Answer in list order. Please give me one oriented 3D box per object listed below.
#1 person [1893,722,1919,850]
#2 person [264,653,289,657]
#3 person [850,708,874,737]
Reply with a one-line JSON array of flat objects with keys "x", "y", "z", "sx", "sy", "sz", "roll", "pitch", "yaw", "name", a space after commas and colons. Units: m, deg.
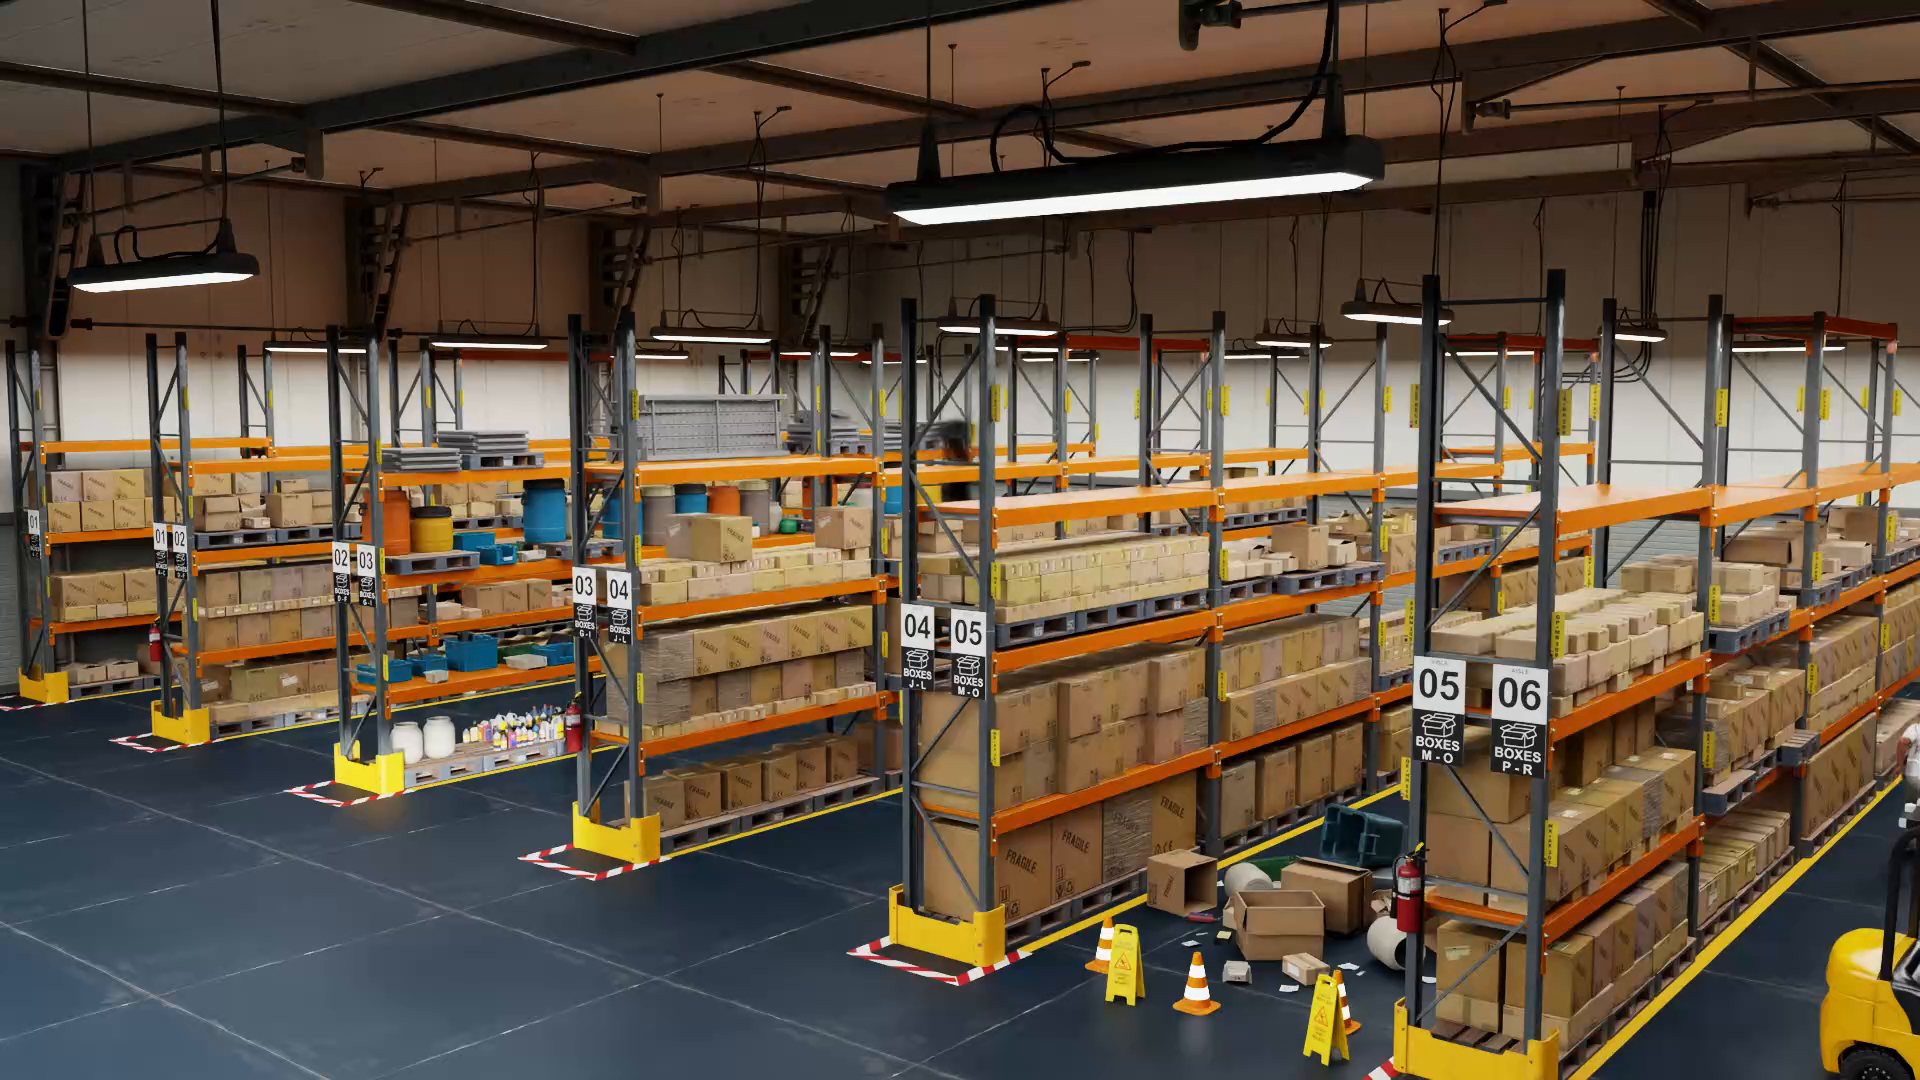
[{"x": 10.662, "y": 2.657, "z": 18.319, "sx": 0.665, "sy": 1.742, "sz": 0.975, "roll": 4, "pitch": 6, "yaw": 35, "name": "person"}, {"x": -11.572, "y": 1.816, "z": 28.113, "sx": 0.707, "sy": 1.736, "sz": 0.891, "roll": -1, "pitch": 5, "yaw": -8, "name": "person"}, {"x": -1.454, "y": 2.101, "z": 24.235, "sx": 0.607, "sy": 1.831, "sz": 0.851, "roll": 5, "pitch": 7, "yaw": 42, "name": "person"}]
